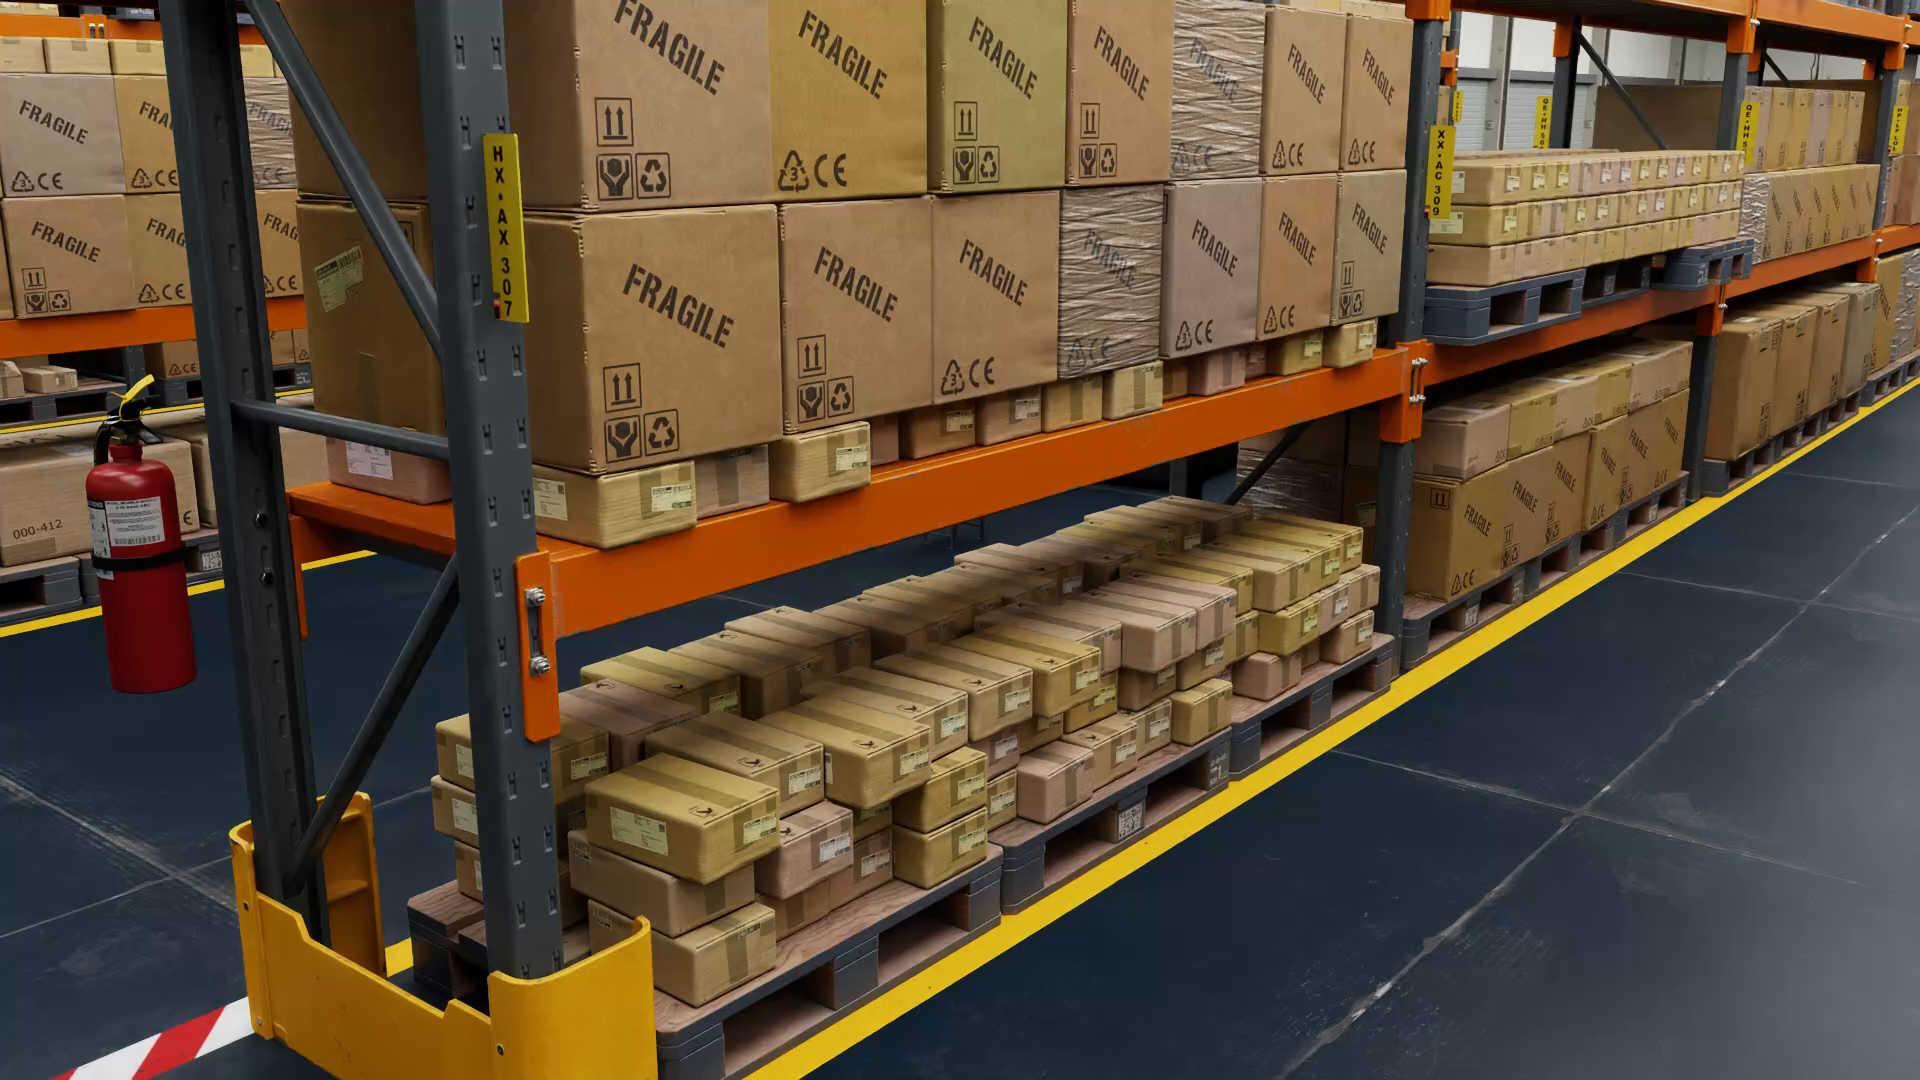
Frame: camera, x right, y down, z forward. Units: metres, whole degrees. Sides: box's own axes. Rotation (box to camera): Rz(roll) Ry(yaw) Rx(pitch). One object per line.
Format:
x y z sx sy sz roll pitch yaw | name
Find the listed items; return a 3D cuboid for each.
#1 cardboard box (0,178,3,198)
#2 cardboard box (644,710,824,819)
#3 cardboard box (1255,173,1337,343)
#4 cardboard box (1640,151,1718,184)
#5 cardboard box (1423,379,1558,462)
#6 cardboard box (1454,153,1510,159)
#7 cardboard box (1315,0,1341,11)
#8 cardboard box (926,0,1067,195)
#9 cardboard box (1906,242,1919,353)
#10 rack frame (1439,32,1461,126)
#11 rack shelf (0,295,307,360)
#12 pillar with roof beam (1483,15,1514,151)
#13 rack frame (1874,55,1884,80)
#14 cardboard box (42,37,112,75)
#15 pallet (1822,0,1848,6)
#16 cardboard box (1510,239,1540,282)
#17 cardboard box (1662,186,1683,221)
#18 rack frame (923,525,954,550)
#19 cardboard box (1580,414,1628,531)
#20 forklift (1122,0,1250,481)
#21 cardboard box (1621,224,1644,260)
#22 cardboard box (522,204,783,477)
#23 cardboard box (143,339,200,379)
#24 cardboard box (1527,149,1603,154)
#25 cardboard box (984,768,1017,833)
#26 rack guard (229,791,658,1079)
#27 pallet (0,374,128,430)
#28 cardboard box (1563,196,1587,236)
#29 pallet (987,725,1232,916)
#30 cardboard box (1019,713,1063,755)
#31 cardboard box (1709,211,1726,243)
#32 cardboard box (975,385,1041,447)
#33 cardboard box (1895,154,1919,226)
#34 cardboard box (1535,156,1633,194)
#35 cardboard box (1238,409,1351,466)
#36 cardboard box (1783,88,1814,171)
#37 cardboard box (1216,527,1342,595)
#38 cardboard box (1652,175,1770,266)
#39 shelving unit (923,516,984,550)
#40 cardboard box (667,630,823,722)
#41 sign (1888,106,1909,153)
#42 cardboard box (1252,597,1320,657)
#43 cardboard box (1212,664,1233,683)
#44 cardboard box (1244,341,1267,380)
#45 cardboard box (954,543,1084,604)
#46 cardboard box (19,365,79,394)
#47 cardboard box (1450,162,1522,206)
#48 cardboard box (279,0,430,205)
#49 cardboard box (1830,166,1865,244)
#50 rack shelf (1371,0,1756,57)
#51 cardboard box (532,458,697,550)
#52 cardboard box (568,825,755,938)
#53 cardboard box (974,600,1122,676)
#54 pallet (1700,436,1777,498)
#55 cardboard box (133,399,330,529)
-4.296 -1.641 6.757 0.500 0.500 0.500 11 18 36 | cardboard box
-0.552 0.557 4.066 0.380 0.149 0.250 12 18 39 | cardboard box
0.877 -0.936 5.410 0.500 0.500 0.500 11 18 36 | cardboard box
3.527 -1.853 8.274 0.380 0.149 0.250 12 19 39 | cardboard box
2.291 -0.538 7.349 0.500 0.250 0.500 12 18 39 | cardboard box
2.377 -1.758 7.900 0.380 0.149 0.250 11 18 37 | cardboard box
3.210 -4.926 15.528 0.500 0.250 0.500 11 18 37 | cardboard box
-0.080 -1.129 4.138 0.500 0.500 0.500 11 18 36 | cardboard box
7.905 -2.142 14.426 0.875 0.875 0.875 11 18 37 | cardboard box
4.917 -4.024 18.372 1.000 3.000 0.127 11 18 38 | rack frame
-3.882 -0.994 7.906 1.077 0.370 4.000 11 18 38 | rack shelf
14.577 -10.486 31.625 9.100 9.000 0.400 11 18 38 | pillar with roof beam
8.831 -3.278 15.433 1.000 3.000 0.127 11 18 38 | rack frame
-3.874 -2.079 7.163 0.380 0.149 0.250 11 18 38 | cardboard box
4.867 -3.454 10.418 1.003 0.211 1.213 12 19 40 | pallet
2.064 -1.120 6.595 0.380 0.149 0.250 12 18 38 | cardboard box
3.201 -1.609 7.918 0.380 0.149 0.250 11 18 37 | cardboard box
-0.110 -0.475 8.361 0.200 1.050 0.008 11 18 38 | rack frame
2.944 -0.368 8.205 0.500 0.500 0.500 10 18 35 | cardboard box
1.563 -2.070 10.817 1.130 2.935 3.031 8 16 30 | forklift
2.871 -1.364 7.558 0.380 0.149 0.250 10 17 35 | cardboard box
-0.728 -0.449 3.492 0.500 0.500 0.500 12 19 40 | cardboard box
-6.009 -1.543 12.830 0.500 0.500 0.500 12 19 40 | cardboard box
3.195 -2.005 8.873 0.380 0.149 0.250 11 18 36 | cardboard box
-0.063 0.707 4.685 0.380 0.149 0.250 11 18 38 | cardboard box
-1.177 0.984 3.736 1.175 0.500 0.348 11 18 38 | rack guard
-6.920 -1.011 12.173 1.003 0.211 1.213 11 18 38 | pallet
2.380 -1.359 6.933 0.380 0.149 0.250 10 18 35 | cardboard box
0.128 0.741 5.278 1.003 0.211 1.213 11 18 38 | pallet
0.082 0.500 4.898 0.380 0.149 0.250 12 19 40 | cardboard box
3.693 -1.614 8.543 0.380 0.149 0.250 11 18 37 | cardboard box
-0.005 -0.363 4.471 0.380 0.149 0.250 11 18 36 | cardboard box
7.298 -2.851 13.448 0.875 0.550 0.550 11 18 38 | cardboard box
2.706 -1.602 7.284 0.380 0.149 0.250 12 19 40 | cardboard box
1.560 -0.517 7.266 0.500 0.250 0.500 11 18 36 | cardboard box
5.051 -2.657 10.754 0.700 0.500 0.500 11 18 37 | cardboard box
1.138 0.074 5.969 0.380 0.149 0.250 12 18 38 | cardboard box
4.295 -1.838 9.563 0.500 0.500 0.500 12 18 38 | cardboard box
-0.034 -0.499 8.453 0.215 1.050 0.252 11 18 38 | shelving unit
-0.611 0.388 4.734 0.380 0.149 0.250 10 18 35 | cardboard box
6.745 -2.952 11.961 0.100 0.325 0.005 11 18 38 | sign
1.023 0.272 5.794 0.380 0.149 0.250 10 18 36 | cardboard box
0.703 0.456 5.674 0.380 0.149 0.250 11 18 36 | cardboard box
0.784 -0.620 5.481 0.380 0.149 0.250 11 18 36 | cardboard box
0.202 0.134 5.734 0.380 0.149 0.250 12 18 39 | cardboard box
-6.610 -1.163 12.047 0.380 0.149 0.250 11 18 36 | cardboard box
1.894 -1.354 6.309 0.380 0.149 0.250 12 19 40 | cardboard box
-1.131 -1.017 3.695 0.500 0.500 0.500 11 18 36 | cardboard box
5.879 -2.322 11.468 0.500 0.500 0.500 11 18 37 | cardboard box
2.546 -2.468 7.613 1.077 0.370 4.000 11 18 38 | rack shelf
-0.767 -0.103 3.446 0.380 0.149 0.250 11 18 37 | cardboard box
-0.696 0.760 3.872 0.380 0.149 0.250 12 19 40 | cardboard box
0.264 0.311 5.037 0.380 0.149 0.250 11 18 38 | cardboard box
4.357 -0.533 10.294 1.003 0.211 1.213 11 18 38 | pallet
-3.665 -0.413 8.506 0.875 0.438 0.875 11 18 36 | cardboard box
